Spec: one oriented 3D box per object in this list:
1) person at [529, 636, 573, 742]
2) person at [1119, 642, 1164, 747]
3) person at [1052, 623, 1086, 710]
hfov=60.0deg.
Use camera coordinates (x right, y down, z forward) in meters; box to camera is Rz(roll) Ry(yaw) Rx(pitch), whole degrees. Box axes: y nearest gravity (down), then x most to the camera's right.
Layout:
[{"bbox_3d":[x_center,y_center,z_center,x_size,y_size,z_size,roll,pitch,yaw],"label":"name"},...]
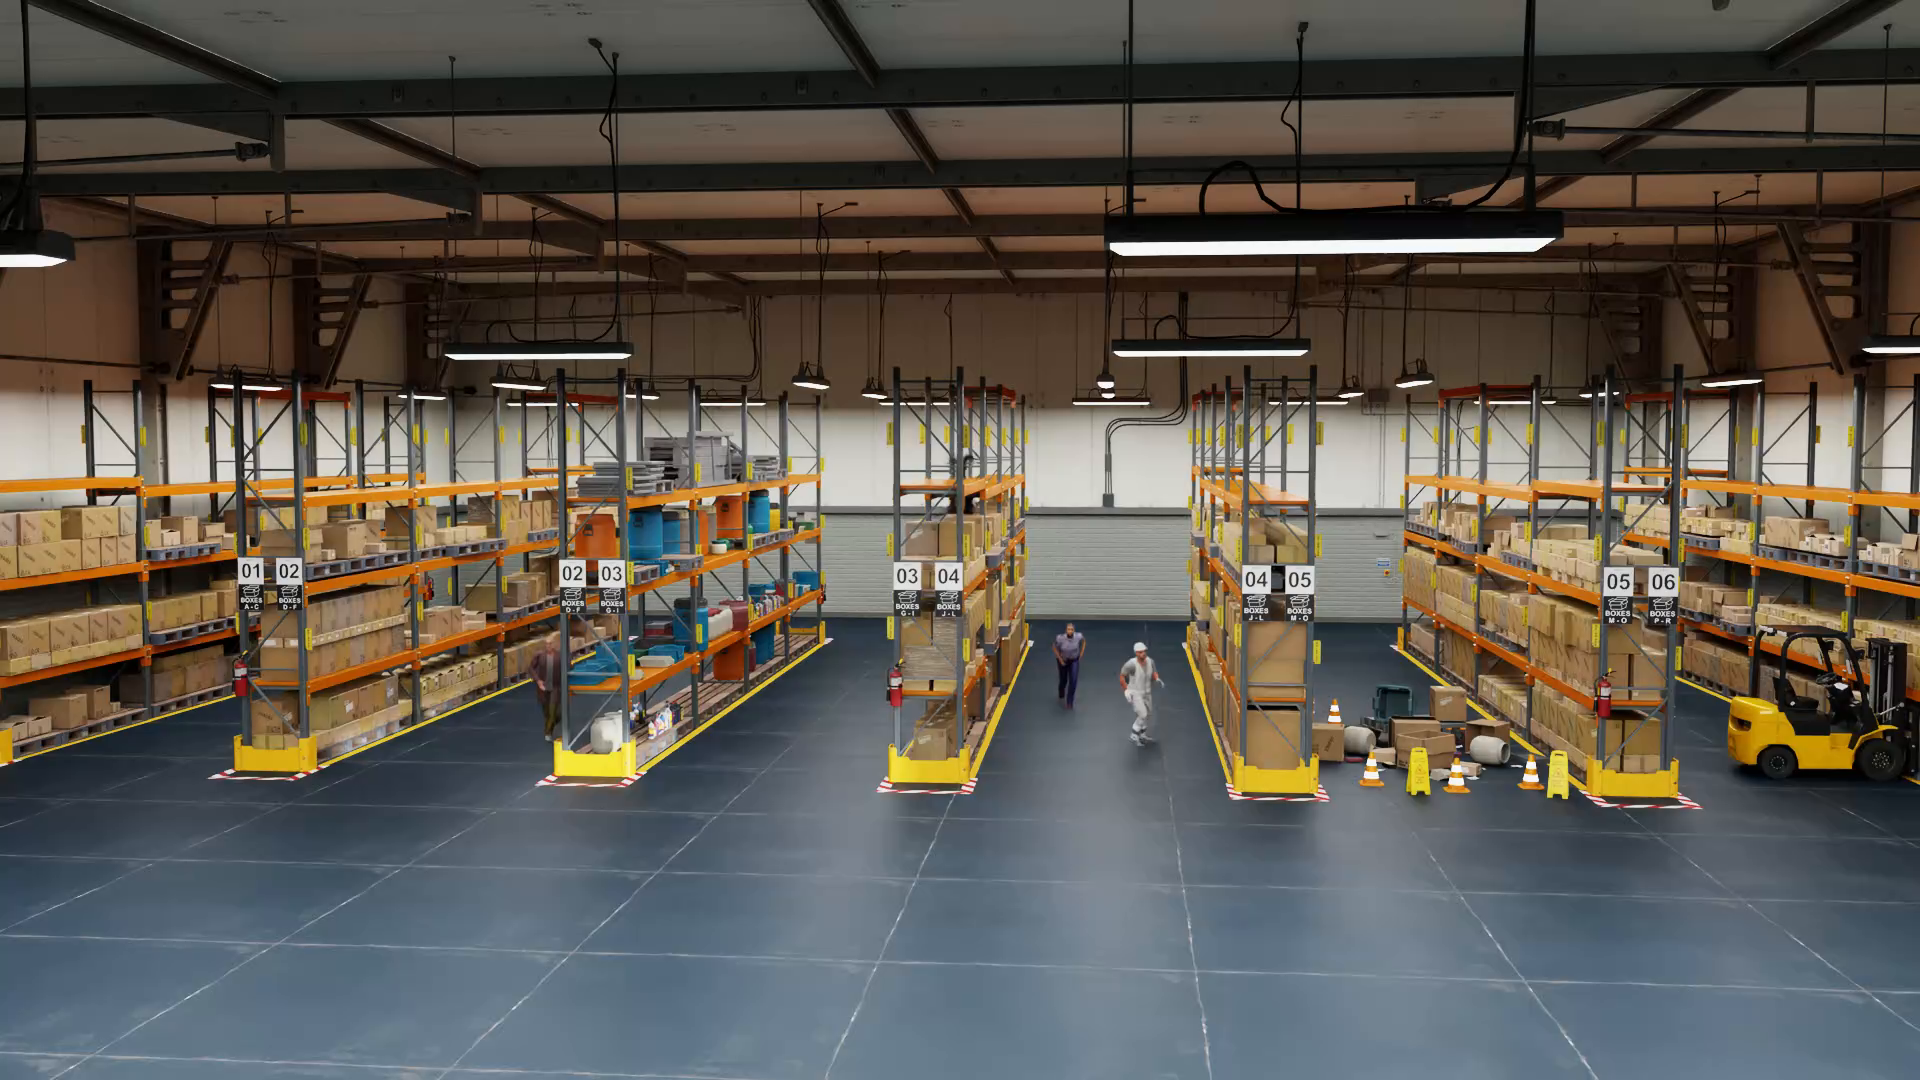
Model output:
[{"bbox_3d":[-6.760,2.439,27.548,0.695,1.736,0.708,0,4,0],"label":"person"},{"bbox_3d":[2.955,2.494,26.954,0.702,1.706,0.745,-3,4,-35],"label":"person"},{"bbox_3d":[2.011,2.315,30.941,0.630,1.618,0.956,-1,4,-9],"label":"person"}]
